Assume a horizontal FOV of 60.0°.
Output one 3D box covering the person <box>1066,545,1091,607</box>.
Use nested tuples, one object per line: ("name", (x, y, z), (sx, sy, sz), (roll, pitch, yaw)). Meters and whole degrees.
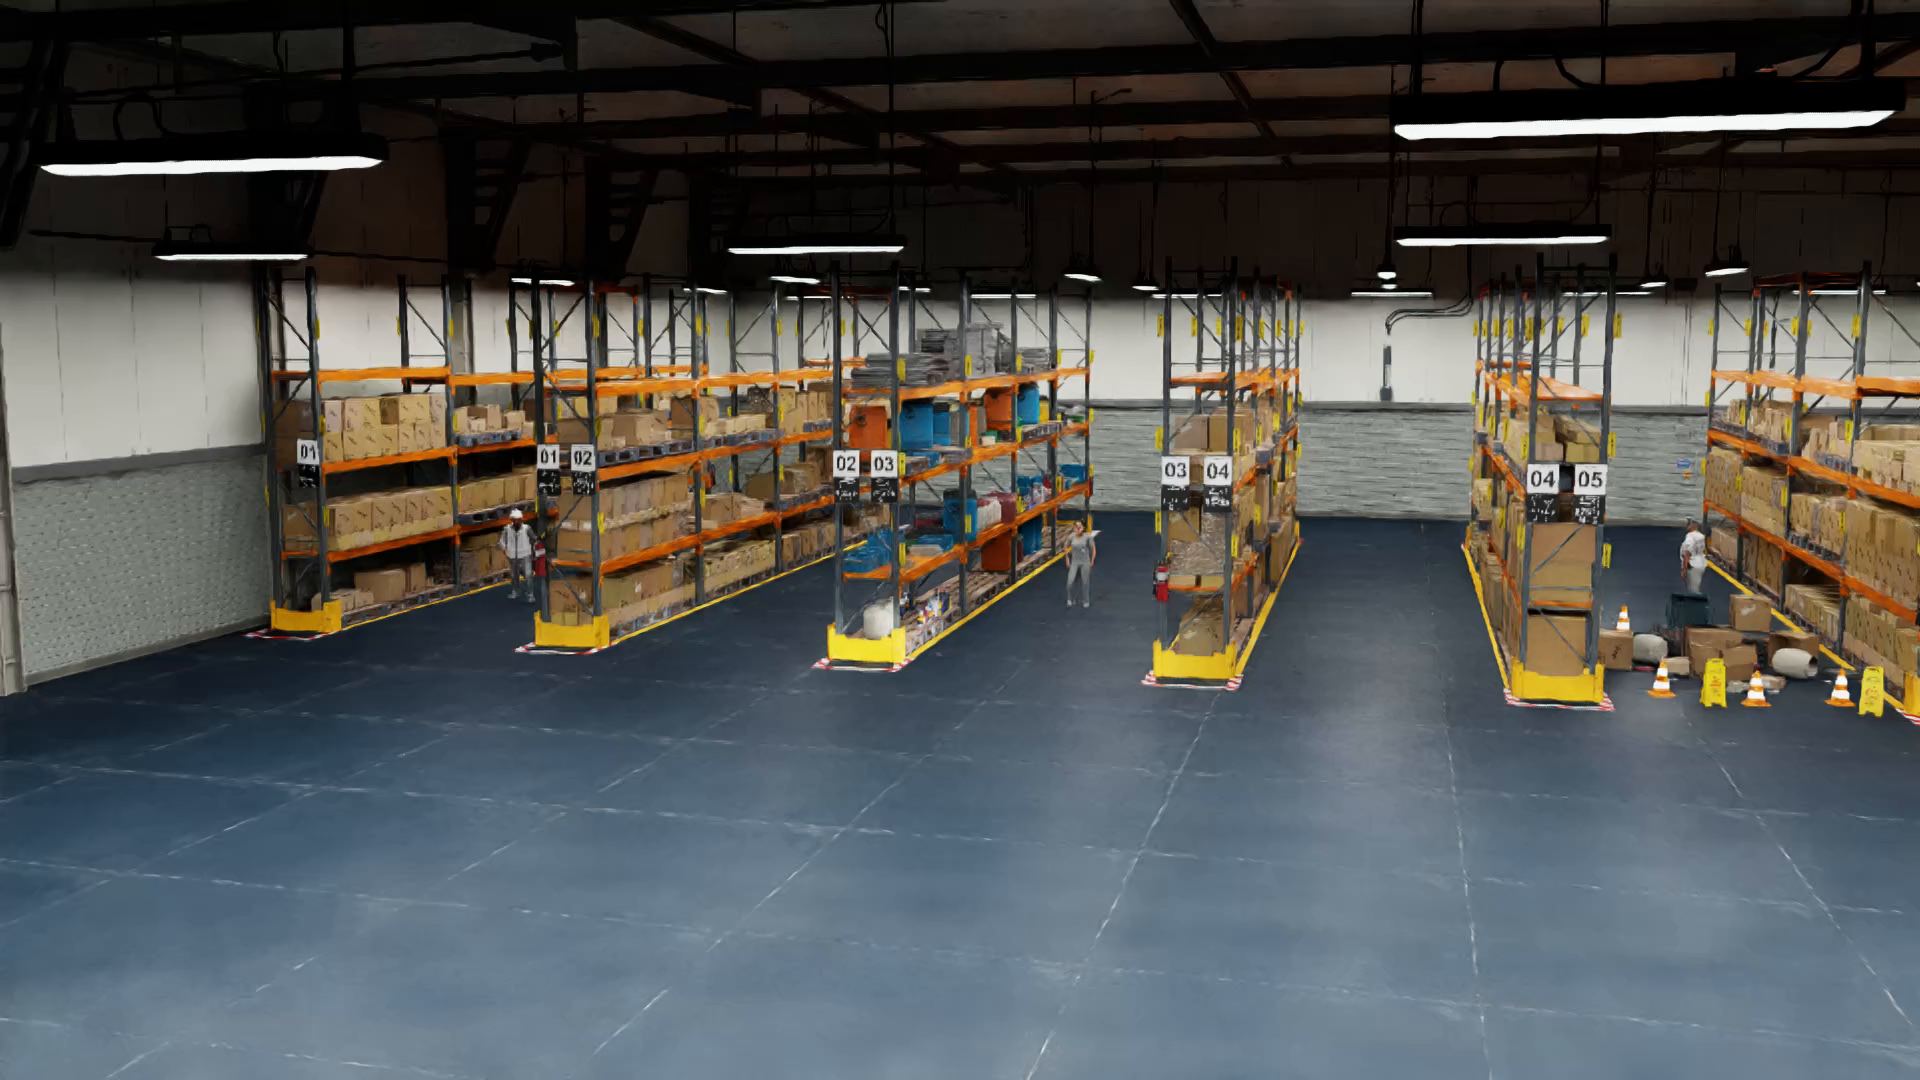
("person", (2.143, 0.633, 29.979), (0.437, 1.175, 0.465), (2, 7, 13))

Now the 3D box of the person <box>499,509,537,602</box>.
("person", (-8.104, 0.269, 30.625), (0.683, 1.714, 0.837), (0, 7, -2))

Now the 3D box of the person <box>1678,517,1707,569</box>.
("person", (12.639, 0.063, 28.636), (0.421, 0.876, 0.560), (7, 10, 42))
